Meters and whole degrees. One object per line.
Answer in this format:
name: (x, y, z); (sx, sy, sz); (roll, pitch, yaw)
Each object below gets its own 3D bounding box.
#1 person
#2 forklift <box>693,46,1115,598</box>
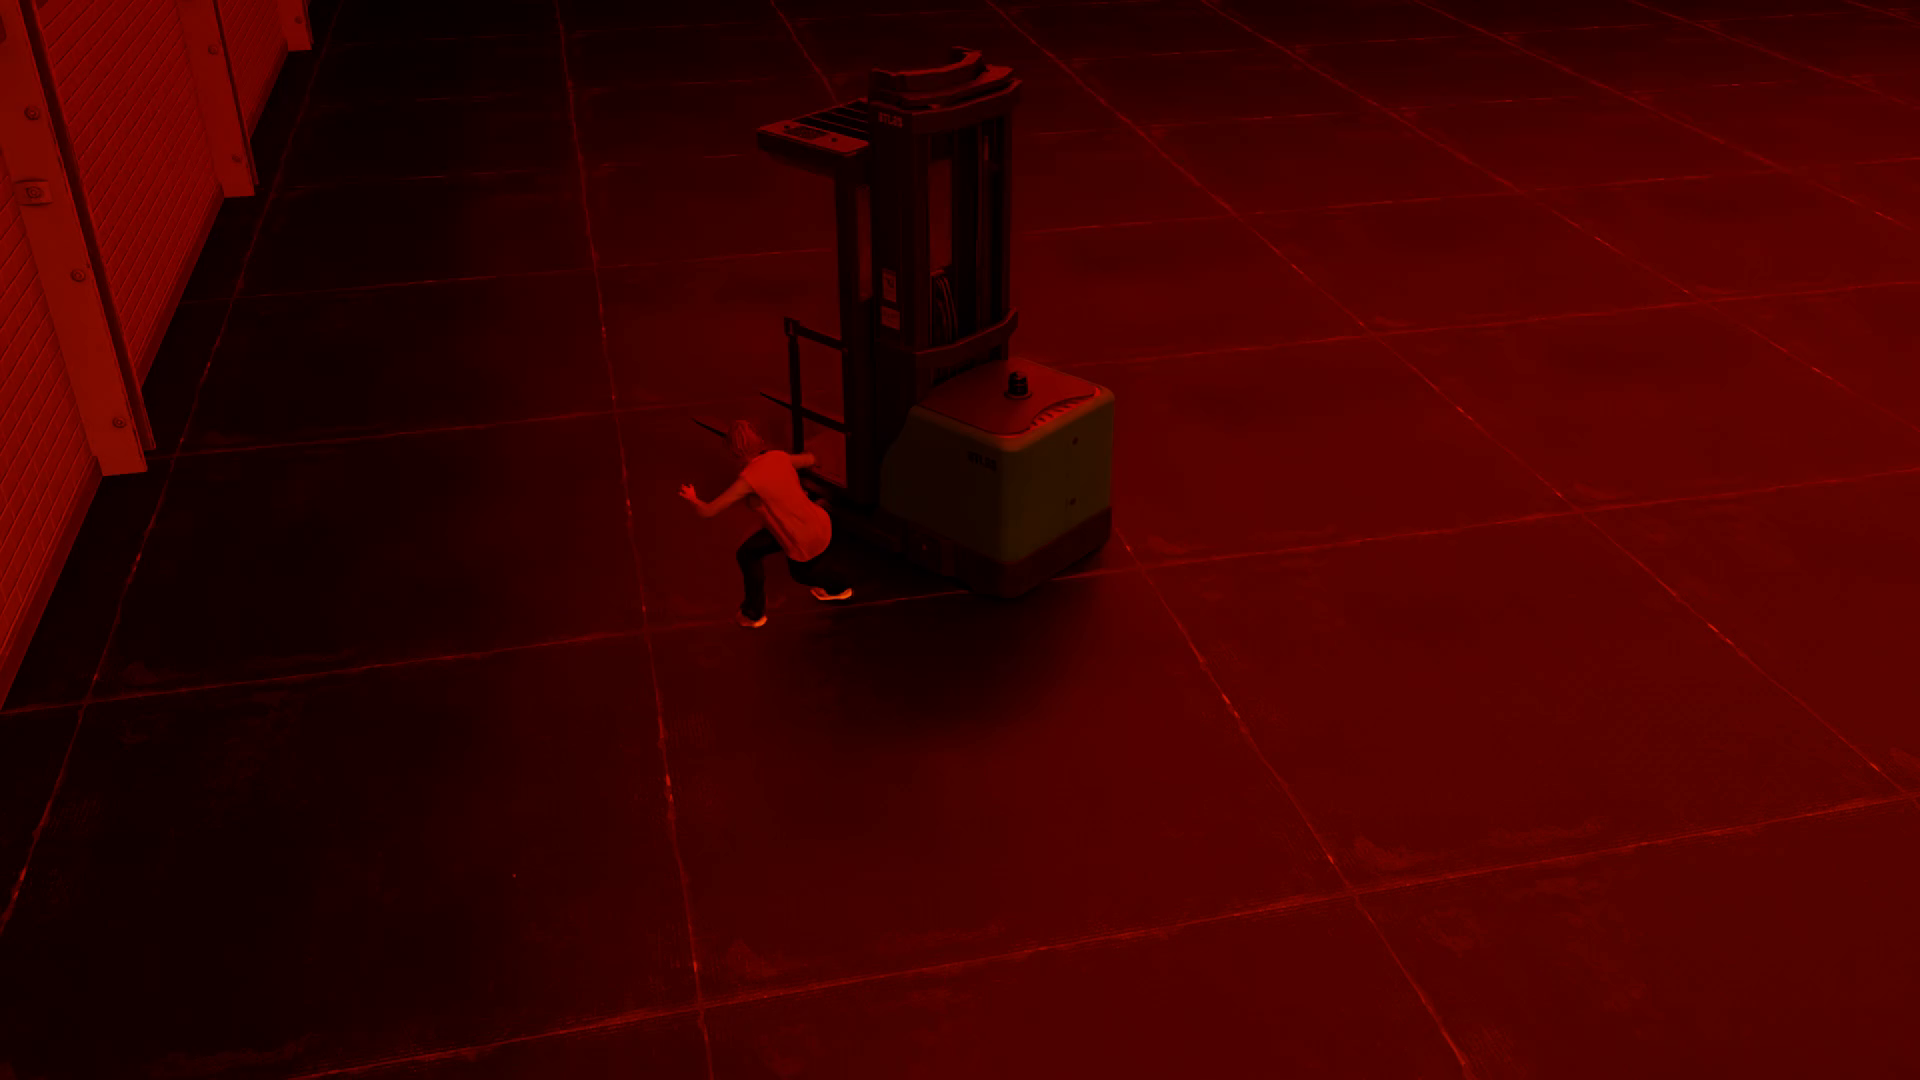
person: (-1.097, -0.101, 9.300); (0.869, 1.348, 0.846); (4, 30, 7)
forklift: (-0.496, -1.541, 10.237); (3.031, 2.935, 1.130); (24, 38, 35)
